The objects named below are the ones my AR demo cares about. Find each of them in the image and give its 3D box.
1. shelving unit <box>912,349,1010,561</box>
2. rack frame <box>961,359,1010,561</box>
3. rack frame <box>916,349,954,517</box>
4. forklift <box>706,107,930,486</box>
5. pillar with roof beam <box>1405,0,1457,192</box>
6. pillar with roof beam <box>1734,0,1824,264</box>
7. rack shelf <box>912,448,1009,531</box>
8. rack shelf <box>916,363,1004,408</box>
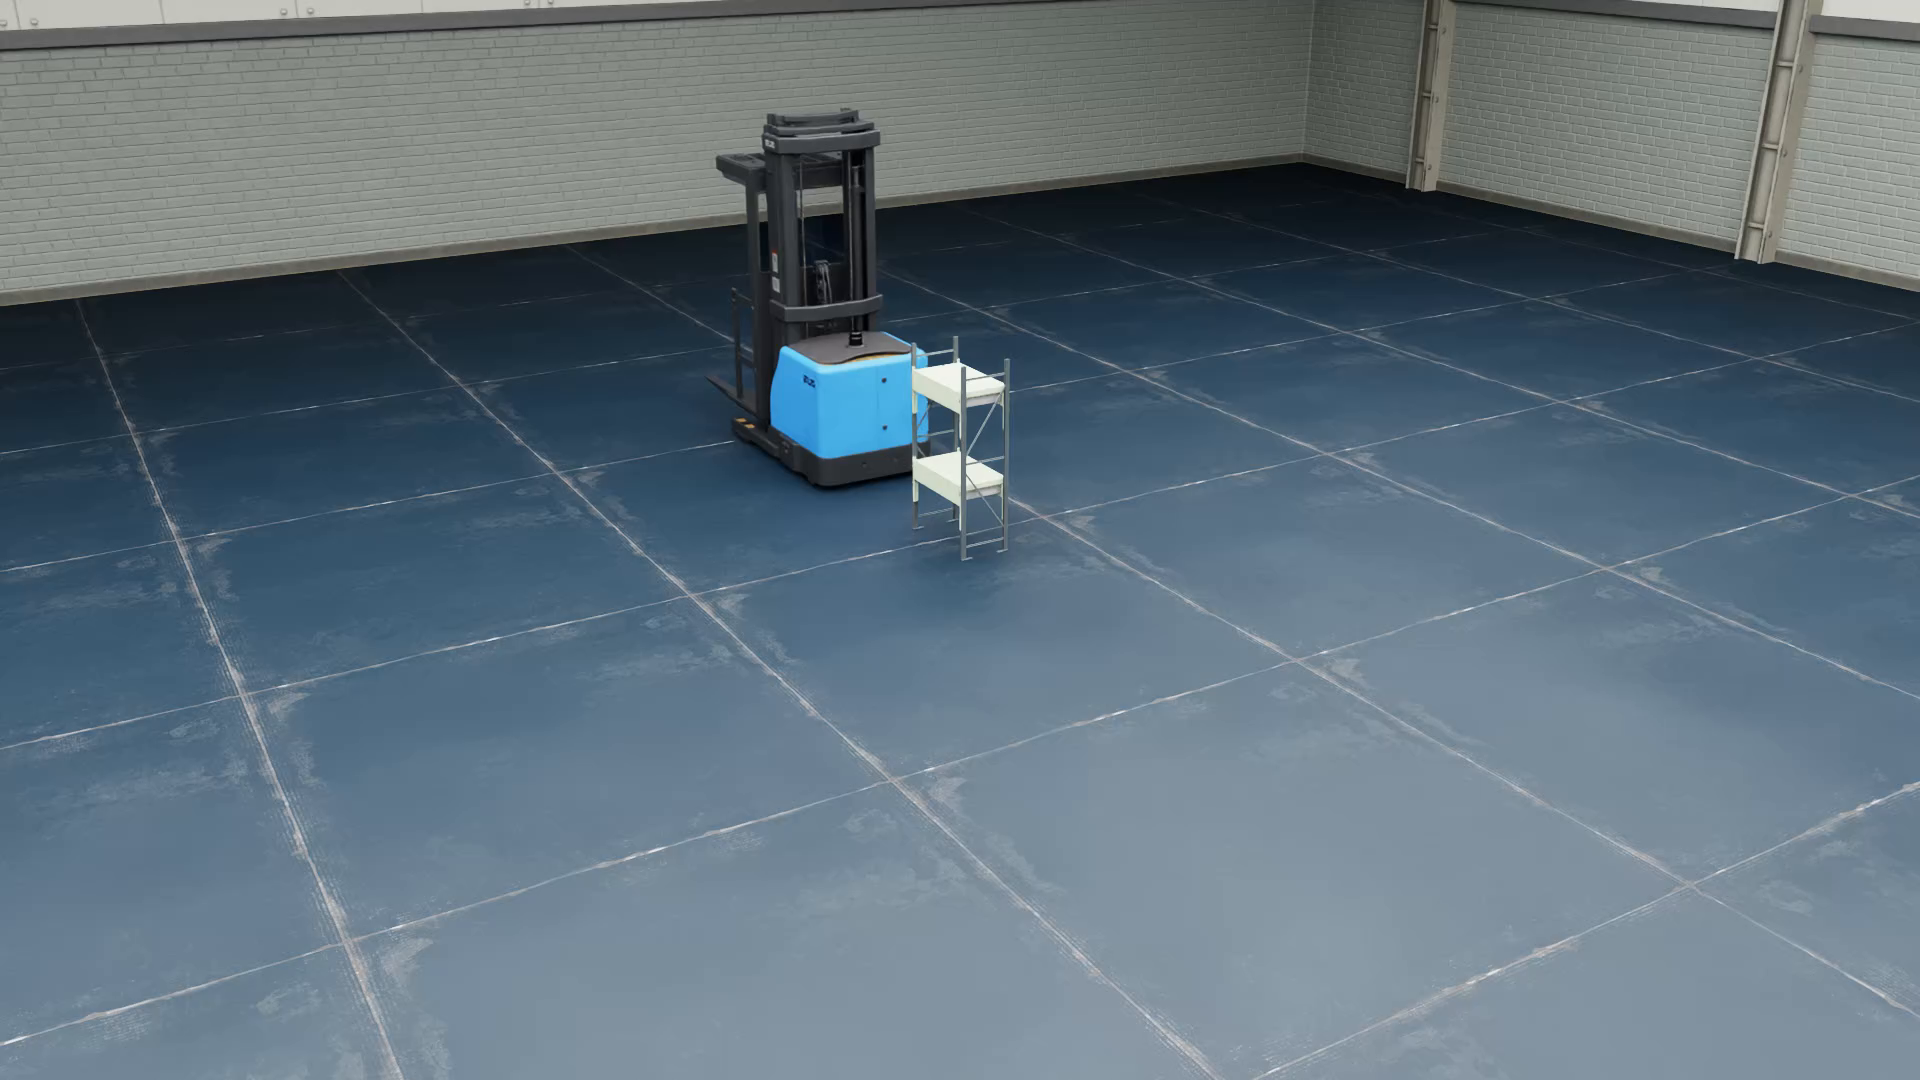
[{"bbox_3d":[-0.002,-0.696,12.532,0.431,1.500,0.748,-13,25,-28],"label":"shelving unit"},{"bbox_3d":[0.184,-0.578,12.243,0.400,1.500,0.023,-13,25,-28],"label":"rack frame"},{"bbox_3d":[-0.192,-0.815,12.825,0.380,1.308,0.010,-13,25,-28],"label":"rack frame"},{"bbox_3d":[-1.422,-2.312,14.607,1.130,2.935,3.031,-12,25,-27],"label":"forklift"},{"bbox_3d":[3.692,-8.971,22.932,9.100,9.000,0.400,-13,25,-28],"label":"pillar with roof beam"},{"bbox_3d":[6.757,-7.029,18.153,9.100,9.000,0.400,-13,25,-28],"label":"pillar with roof beam"},{"bbox_3d":[-0.003,-0.395,12.657,0.431,0.370,0.720,-13,25,-28],"label":"rack shelf"},{"bbox_3d":[-0.003,-1.149,12.351,0.368,0.124,0.686,-13,25,-28],"label":"rack shelf"}]
